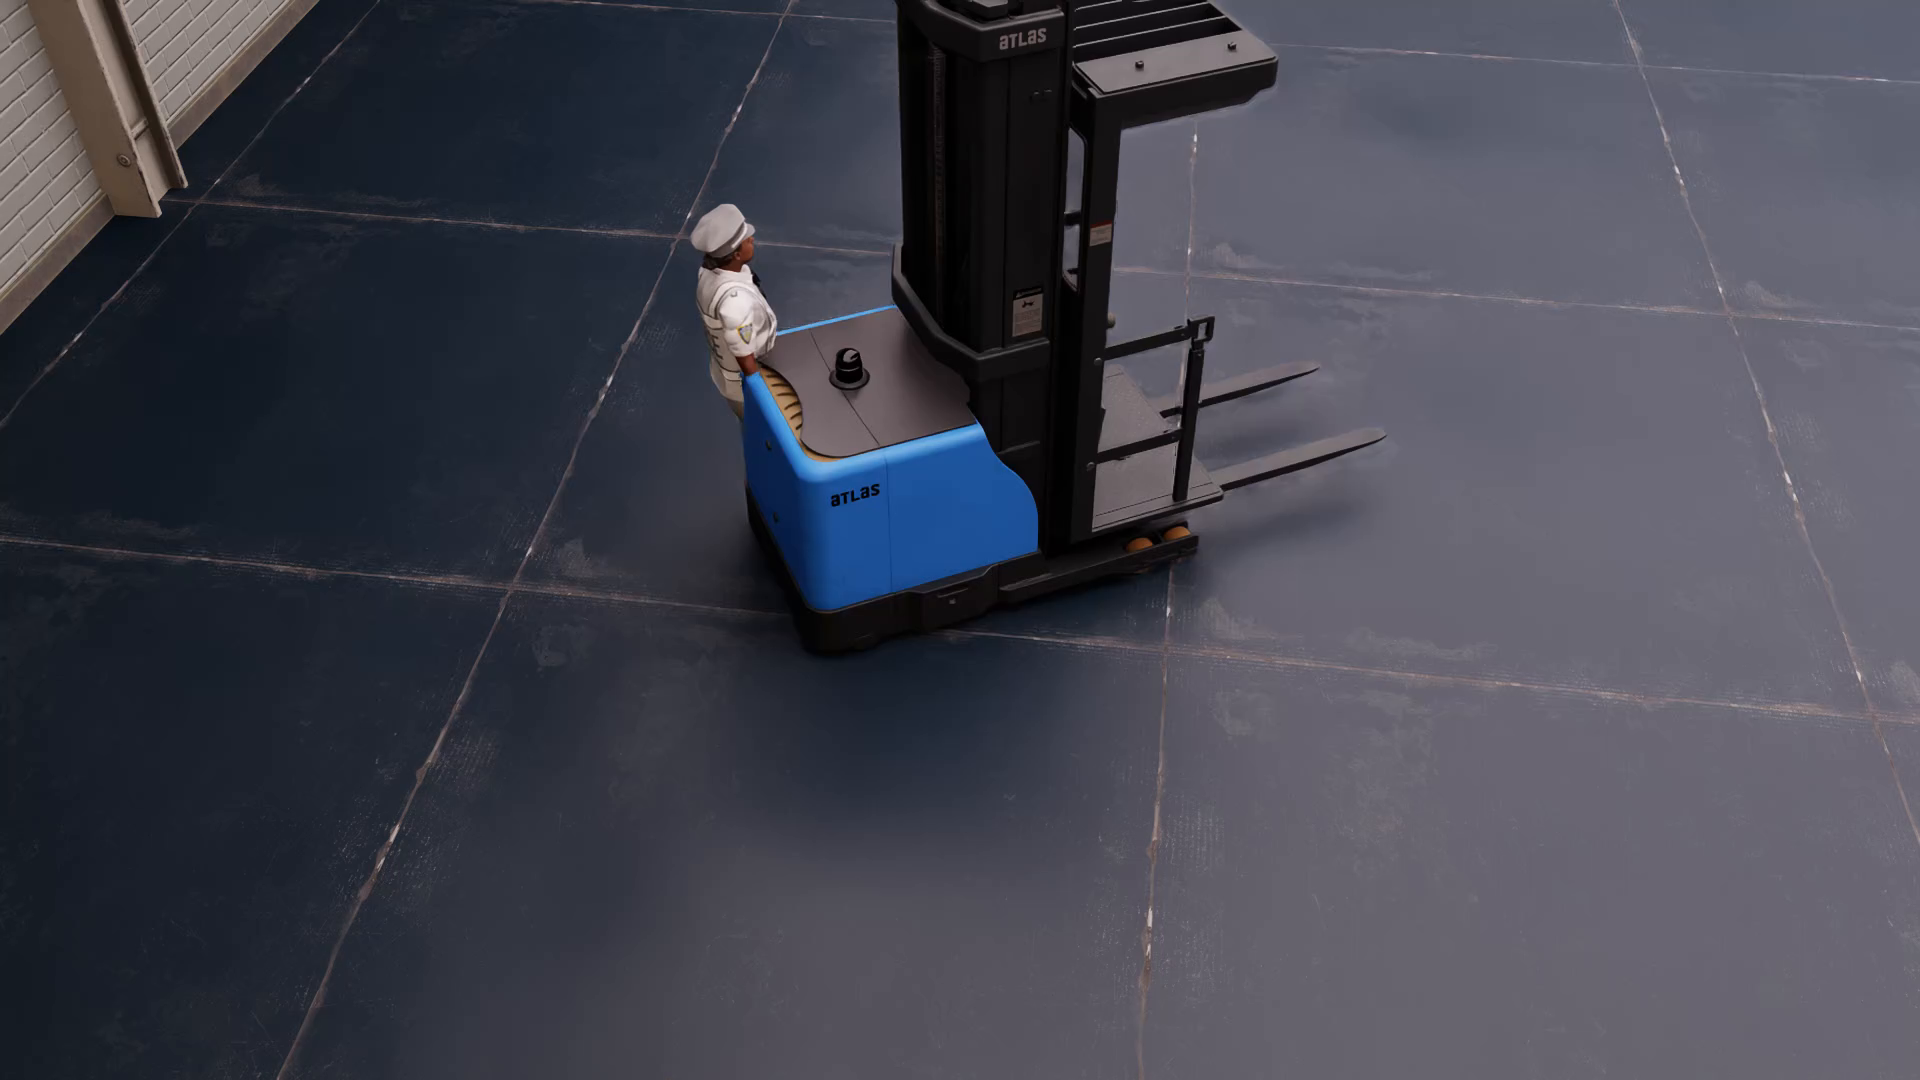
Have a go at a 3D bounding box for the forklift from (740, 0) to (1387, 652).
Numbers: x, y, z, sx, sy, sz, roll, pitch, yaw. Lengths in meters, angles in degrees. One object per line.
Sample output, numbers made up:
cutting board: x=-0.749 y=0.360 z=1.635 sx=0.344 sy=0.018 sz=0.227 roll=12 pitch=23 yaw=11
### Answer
forklift: x=0.562 y=-1.240 z=7.074 sx=3.031 sy=2.935 sz=1.130 roll=-16 pitch=45 yaw=-17

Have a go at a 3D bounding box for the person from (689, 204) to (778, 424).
person: x=-0.867 y=-0.728 z=7.425 sx=0.512 sy=1.696 sz=0.567 roll=-17 pitch=45 yaw=-18
